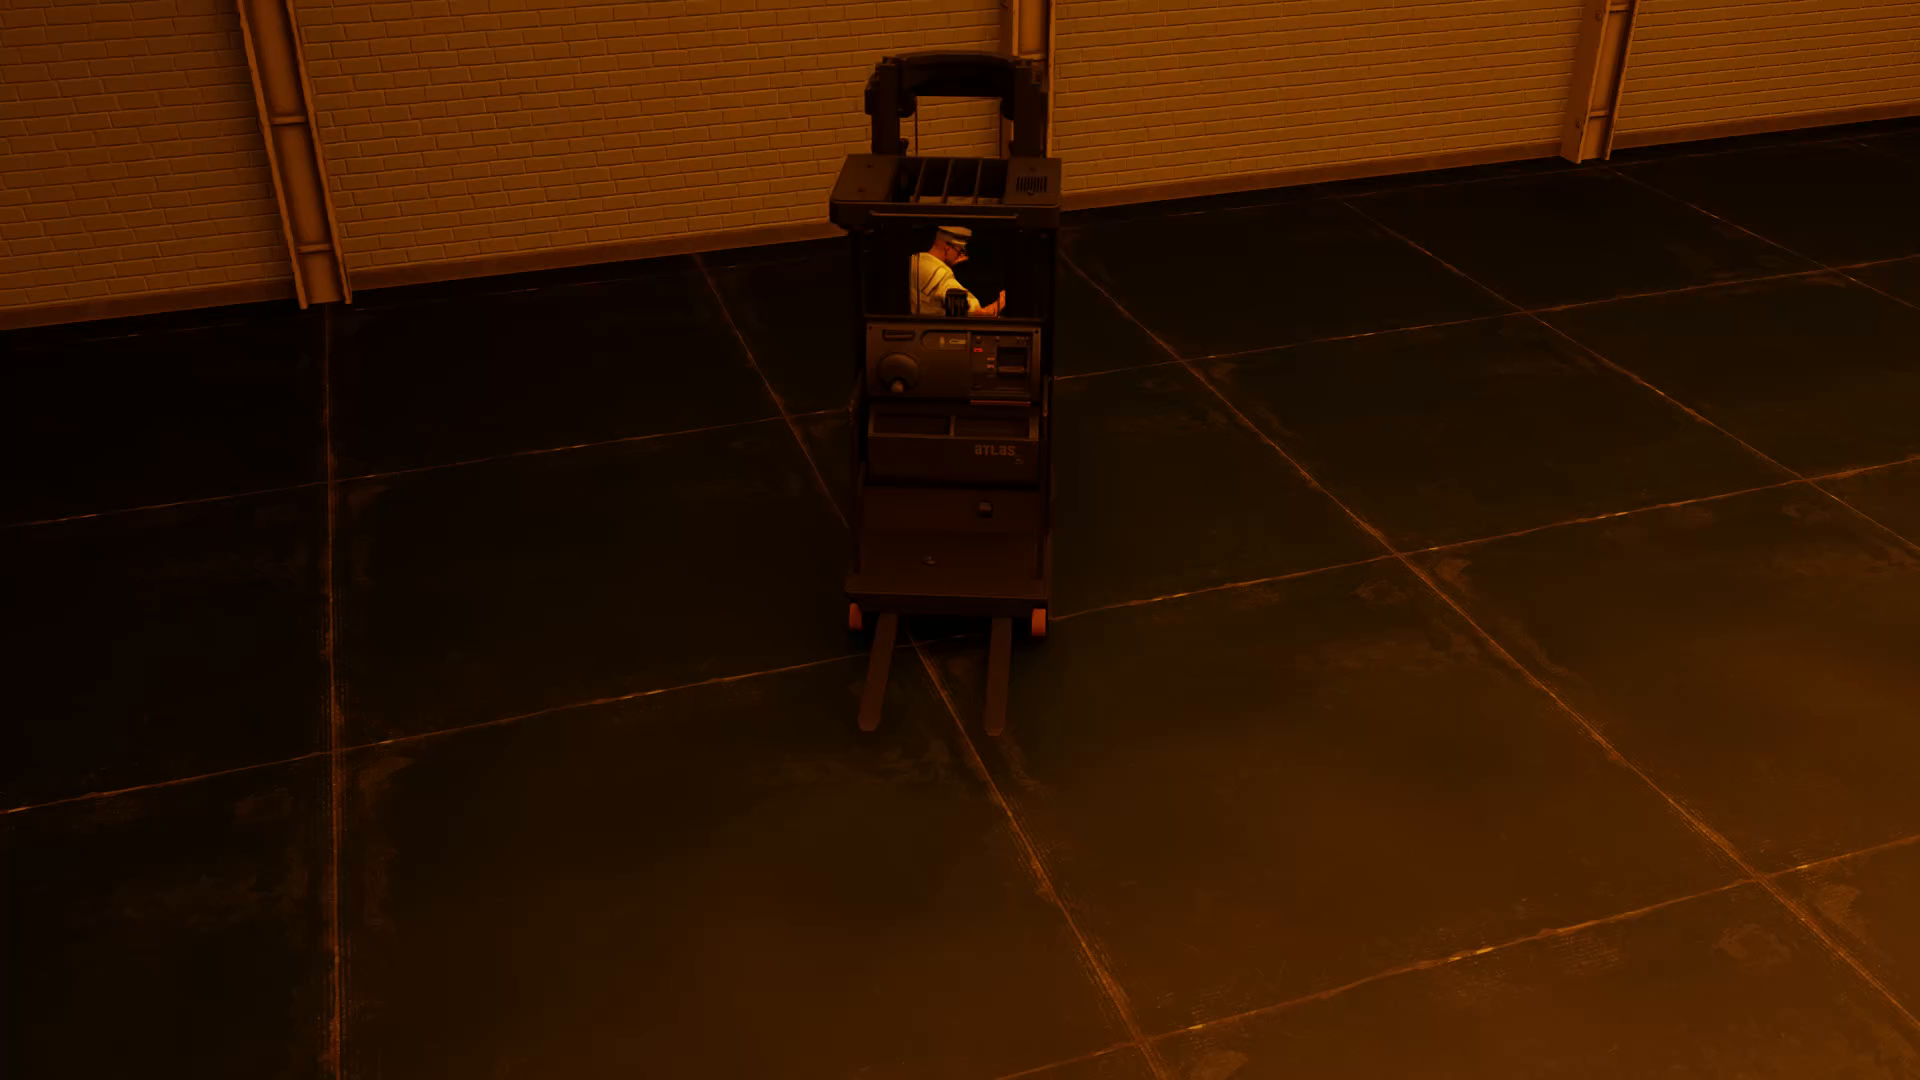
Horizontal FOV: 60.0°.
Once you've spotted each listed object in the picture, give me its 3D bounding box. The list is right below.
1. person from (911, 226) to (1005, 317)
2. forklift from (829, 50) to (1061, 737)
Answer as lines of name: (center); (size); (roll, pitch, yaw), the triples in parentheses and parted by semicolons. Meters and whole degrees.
person: (-0.038, -1.364, 10.890); (0.754, 1.530, 1.124); (-13, 32, -22)
forklift: (-0.047, -0.905, 8.659); (1.130, 2.935, 3.031); (2, 30, 3)
